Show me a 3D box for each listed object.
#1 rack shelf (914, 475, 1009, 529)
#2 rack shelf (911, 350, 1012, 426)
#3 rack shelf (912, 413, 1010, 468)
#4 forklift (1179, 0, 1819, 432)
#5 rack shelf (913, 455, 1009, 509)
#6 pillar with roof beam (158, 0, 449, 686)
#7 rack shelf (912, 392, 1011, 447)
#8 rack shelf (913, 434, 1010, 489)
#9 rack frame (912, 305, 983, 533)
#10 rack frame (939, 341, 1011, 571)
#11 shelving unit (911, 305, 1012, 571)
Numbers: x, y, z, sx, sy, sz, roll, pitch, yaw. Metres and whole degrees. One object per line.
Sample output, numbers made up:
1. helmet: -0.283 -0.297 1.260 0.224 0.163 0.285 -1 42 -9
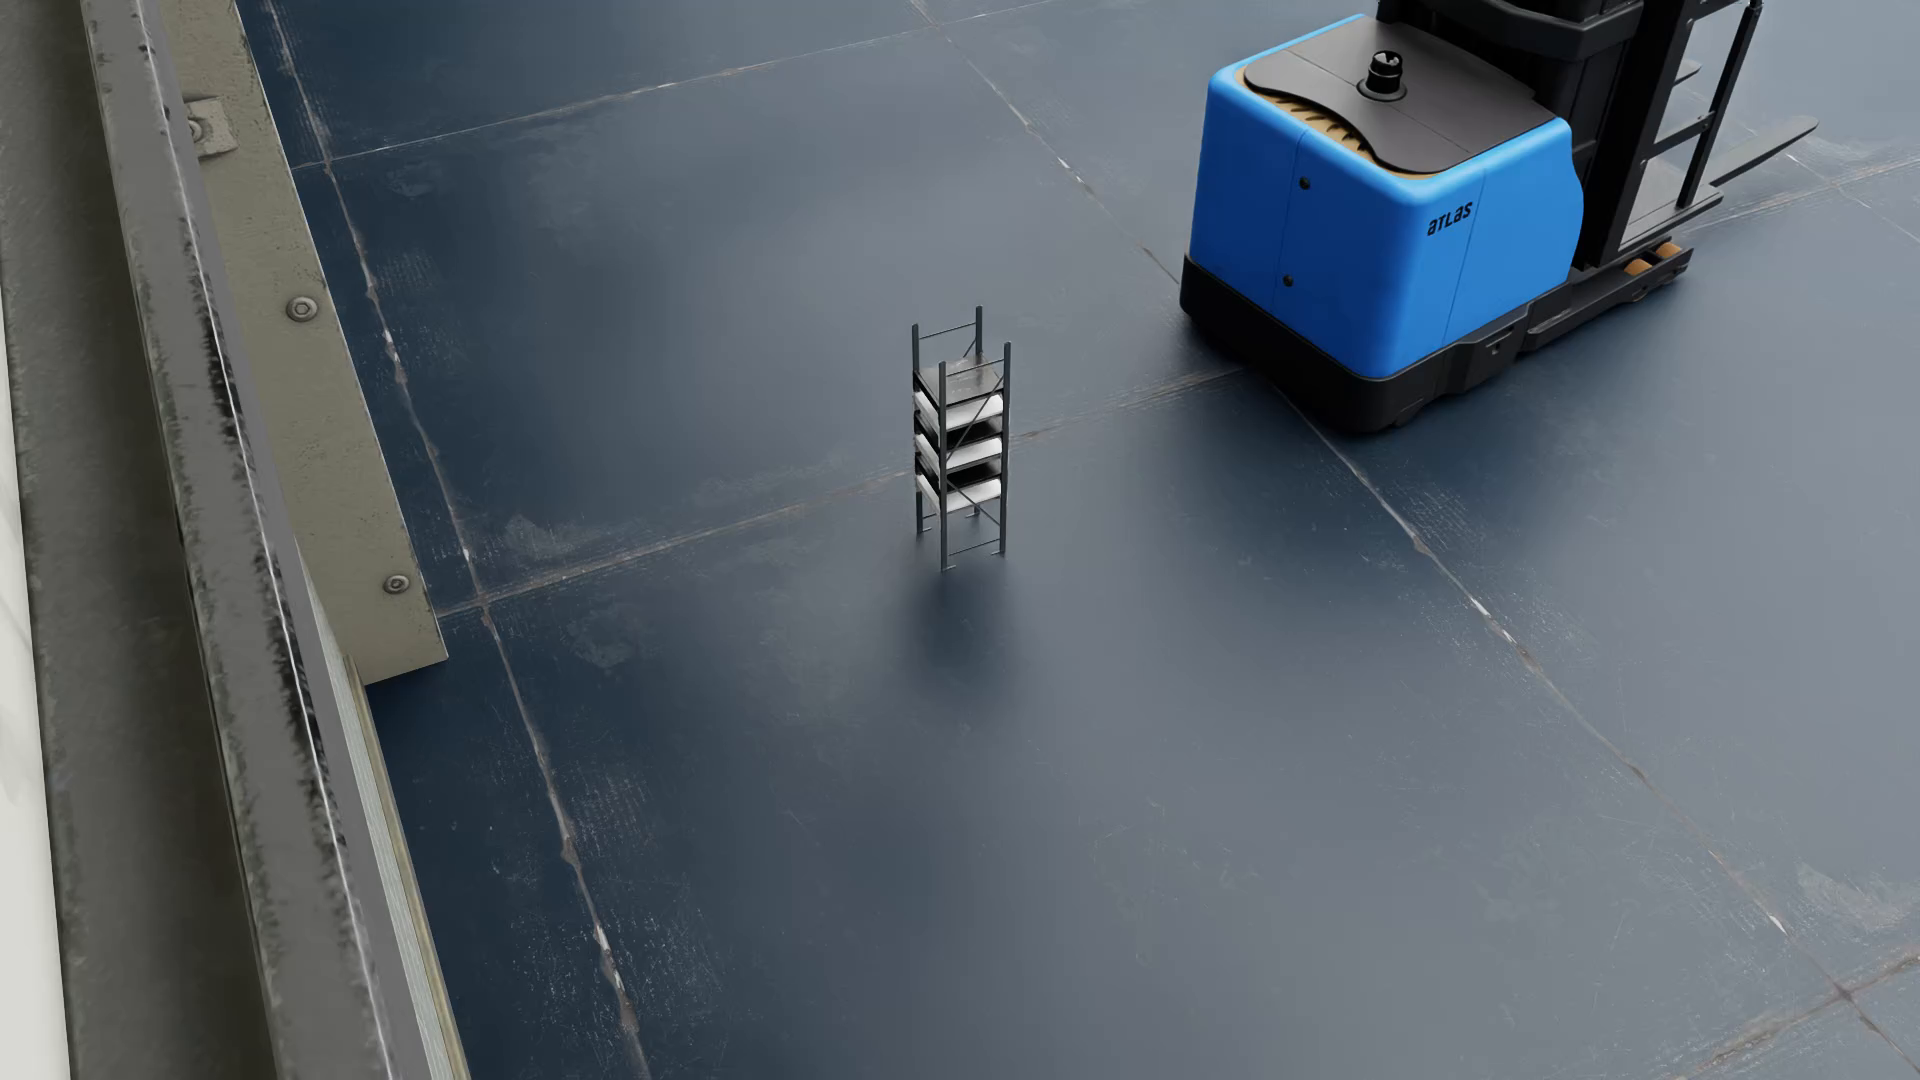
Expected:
1. rack shelf: 0.003 -0.163 5.579 0.258 0.077 0.200 -18 47 -17
2. rack shelf: 0.003 -0.484 5.262 0.258 0.077 0.200 -18 47 -17
3. rack shelf: 0.003 -0.355 5.389 0.258 0.077 0.200 -18 47 -17
4. forklift: 2.358 -2.282 5.976 3.031 2.935 1.130 -27 51 -25
5. rack shelf: 0.003 -0.227 5.515 0.258 0.077 0.200 -18 47 -17
6. pillar with roof beam: 2.035 -4.173 3.573 9.100 9.000 0.400 -18 47 -17
7. rack shelf: 0.003 -0.420 5.326 0.258 0.077 0.200 -18 47 -17
8. rack shelf: 0.003 -0.291 5.452 0.258 0.077 0.200 -18 47 -17
9. rack frame: -0.039 -0.380 5.494 0.240 0.900 0.006 -18 47 -17
10. rack frame: 0.046 -0.250 5.363 0.240 0.900 0.006 -18 47 -17
11. shelving unit: 0.003 -0.315 5.429 0.258 0.900 0.210 -18 47 -17
